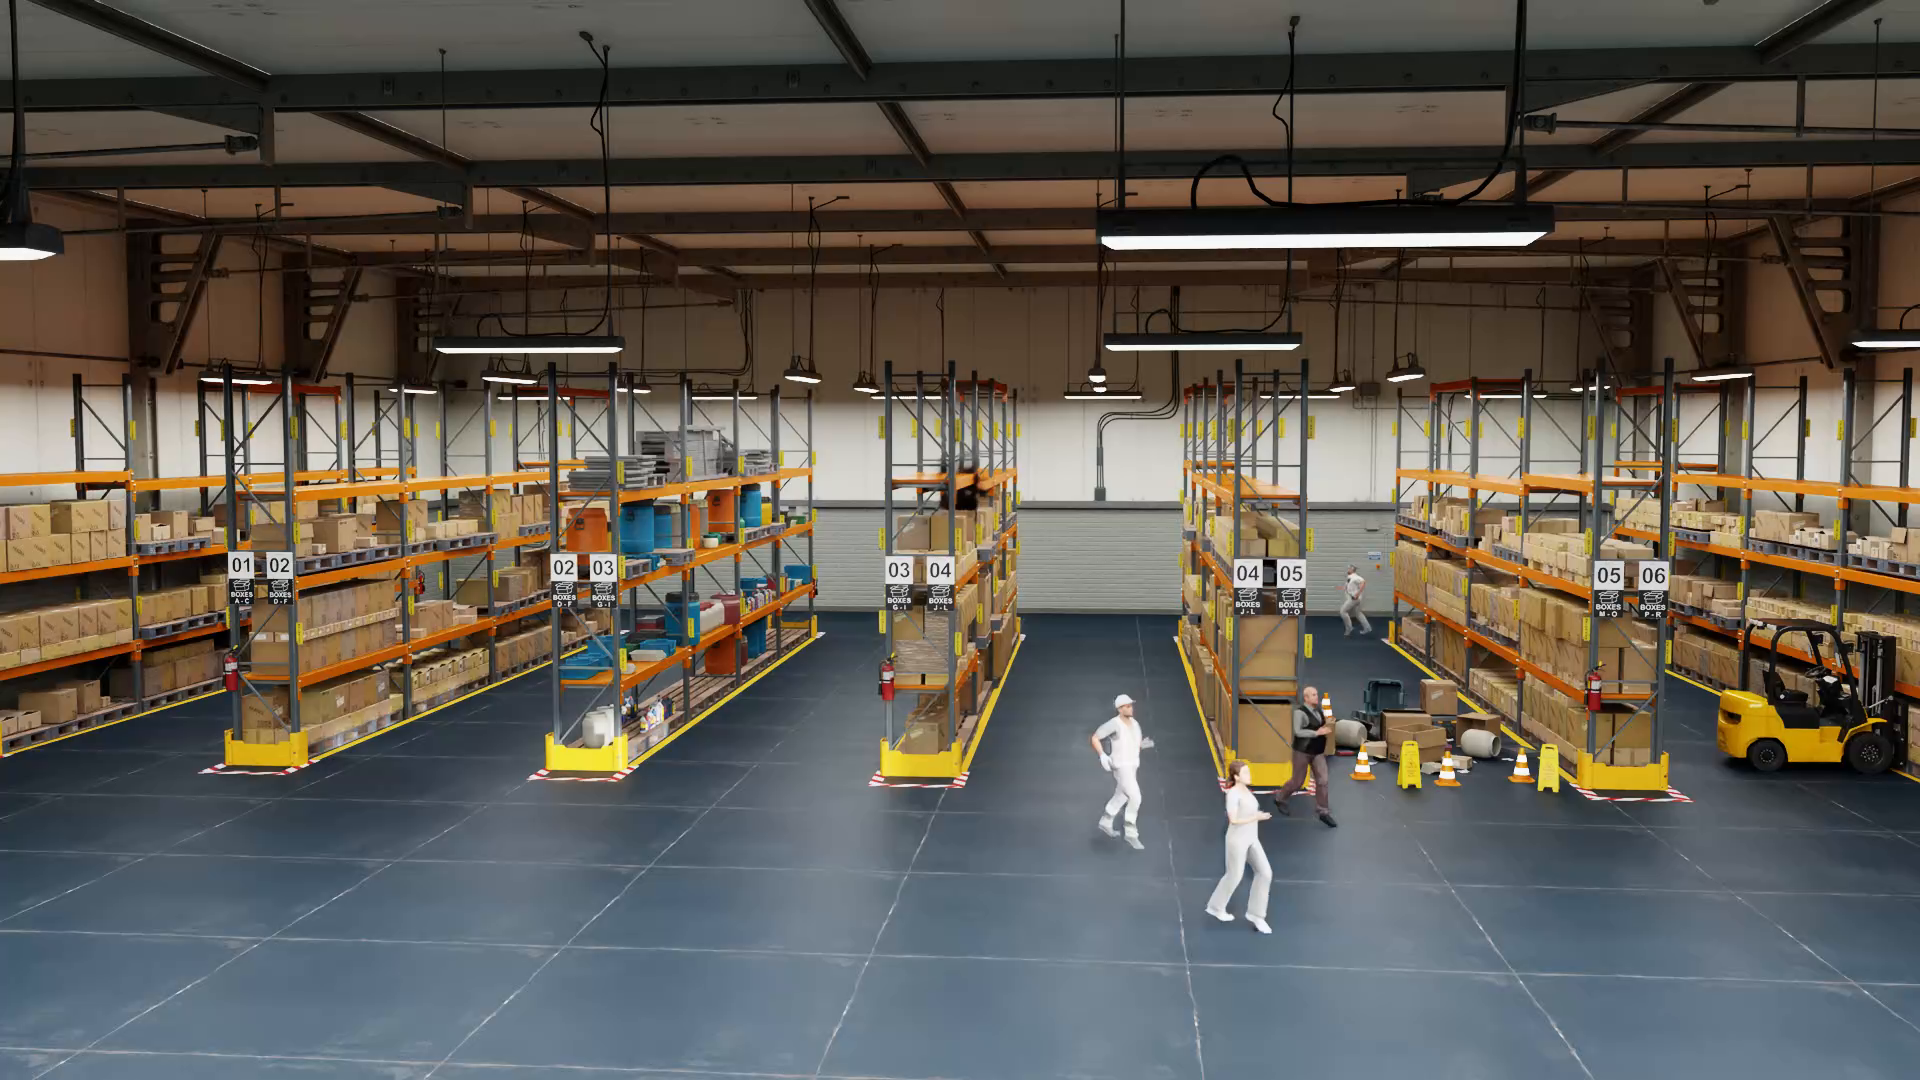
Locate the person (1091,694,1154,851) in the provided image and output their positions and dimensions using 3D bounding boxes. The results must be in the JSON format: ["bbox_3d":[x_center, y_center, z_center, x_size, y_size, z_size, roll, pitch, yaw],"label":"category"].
[{"bbox_3d":[1.972,2.783,20.064,0.793,1.846,0.646,3,5,37],"label":"person"}]

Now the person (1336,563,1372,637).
[{"bbox_3d":[9.577,1.468,40.415,0.905,1.825,0.677,1,4,11],"label":"person"}]

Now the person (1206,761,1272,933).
[{"bbox_3d":[2.816,3.066,16.692,0.715,1.723,0.547,3,5,39],"label":"person"}]

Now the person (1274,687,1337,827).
[{"bbox_3d":[4.415,2.721,21.164,0.646,1.729,0.951,-3,5,-37],"label":"person"}]
